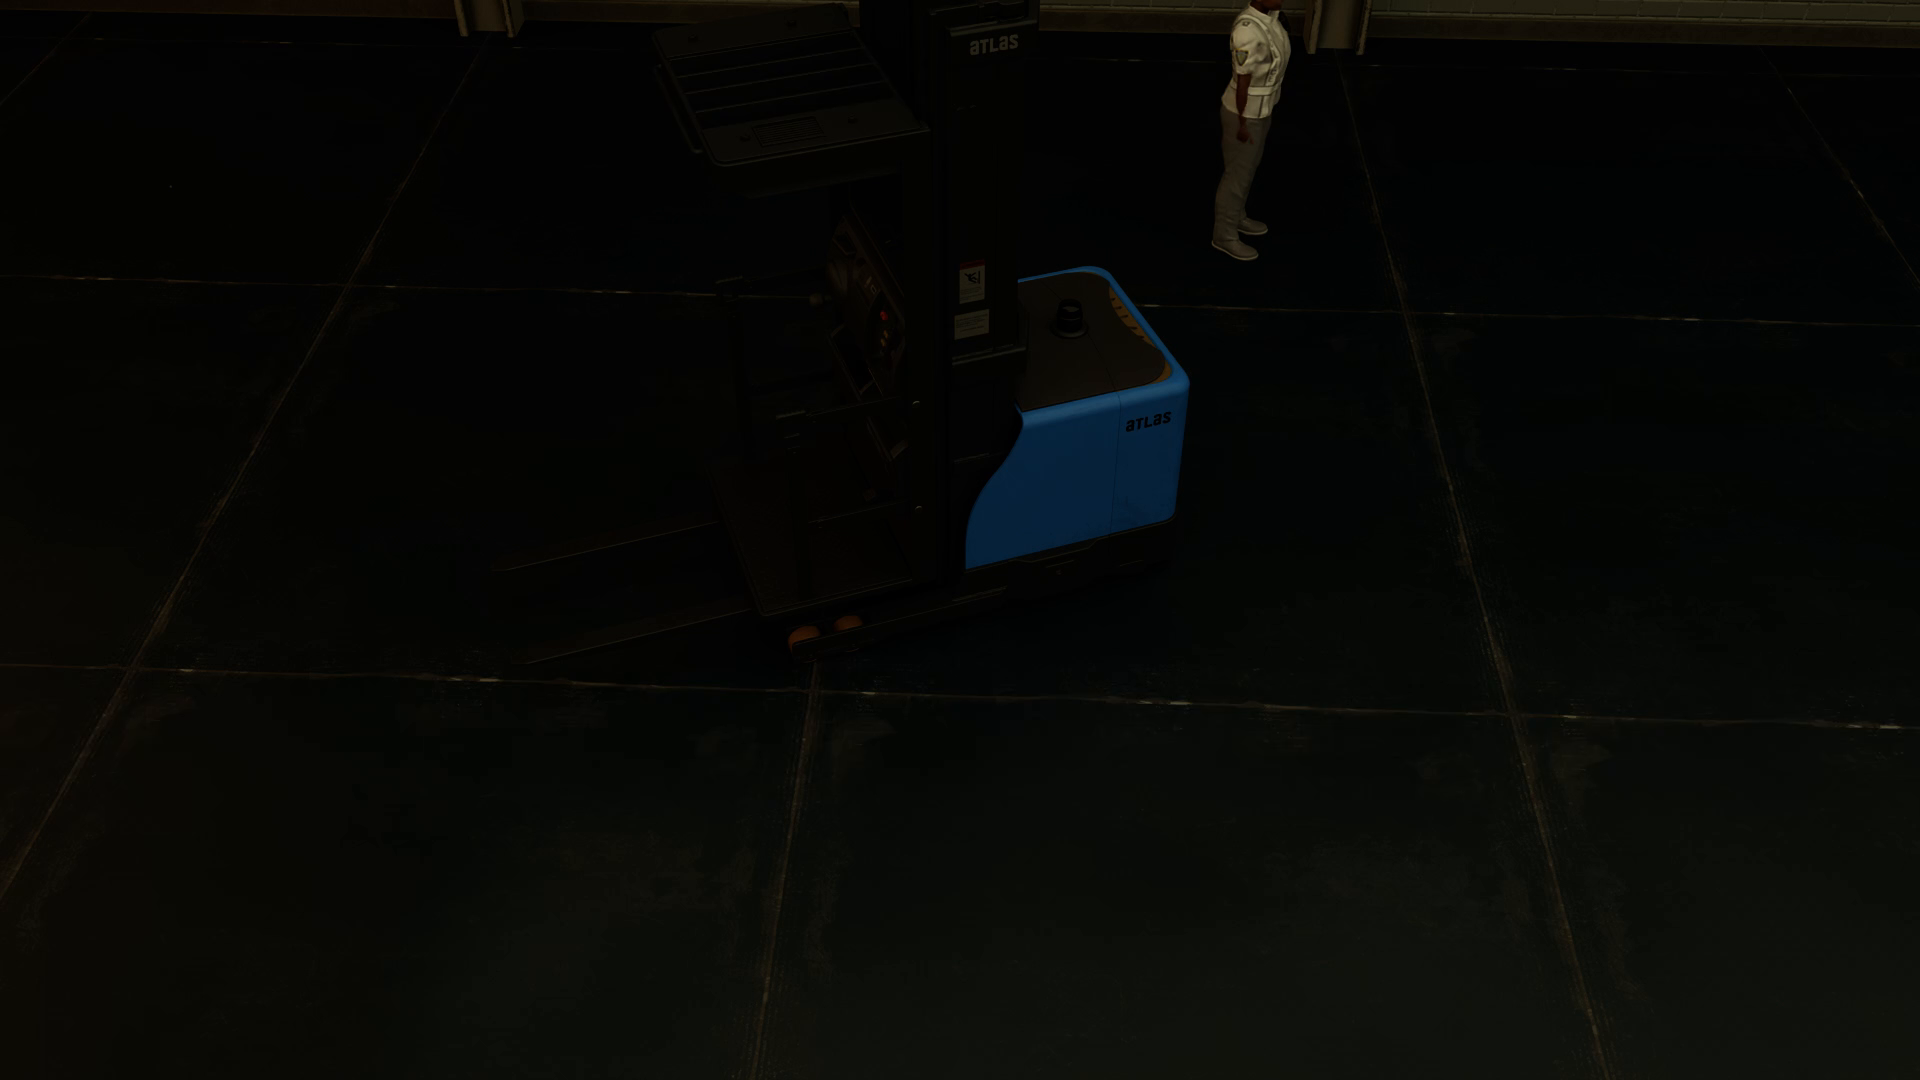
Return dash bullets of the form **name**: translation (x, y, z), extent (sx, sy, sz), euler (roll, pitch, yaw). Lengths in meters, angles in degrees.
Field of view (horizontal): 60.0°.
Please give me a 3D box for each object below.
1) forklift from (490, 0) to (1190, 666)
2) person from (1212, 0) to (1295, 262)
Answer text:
- **forklift**: translation (-0.573, -0.945, 6.778), extent (3.031, 2.935, 1.130), euler (-13, 44, -14)
- **person**: translation (1.638, -2.412, 9.307), extent (0.351, 1.694, 0.449), euler (15, 45, 16)
